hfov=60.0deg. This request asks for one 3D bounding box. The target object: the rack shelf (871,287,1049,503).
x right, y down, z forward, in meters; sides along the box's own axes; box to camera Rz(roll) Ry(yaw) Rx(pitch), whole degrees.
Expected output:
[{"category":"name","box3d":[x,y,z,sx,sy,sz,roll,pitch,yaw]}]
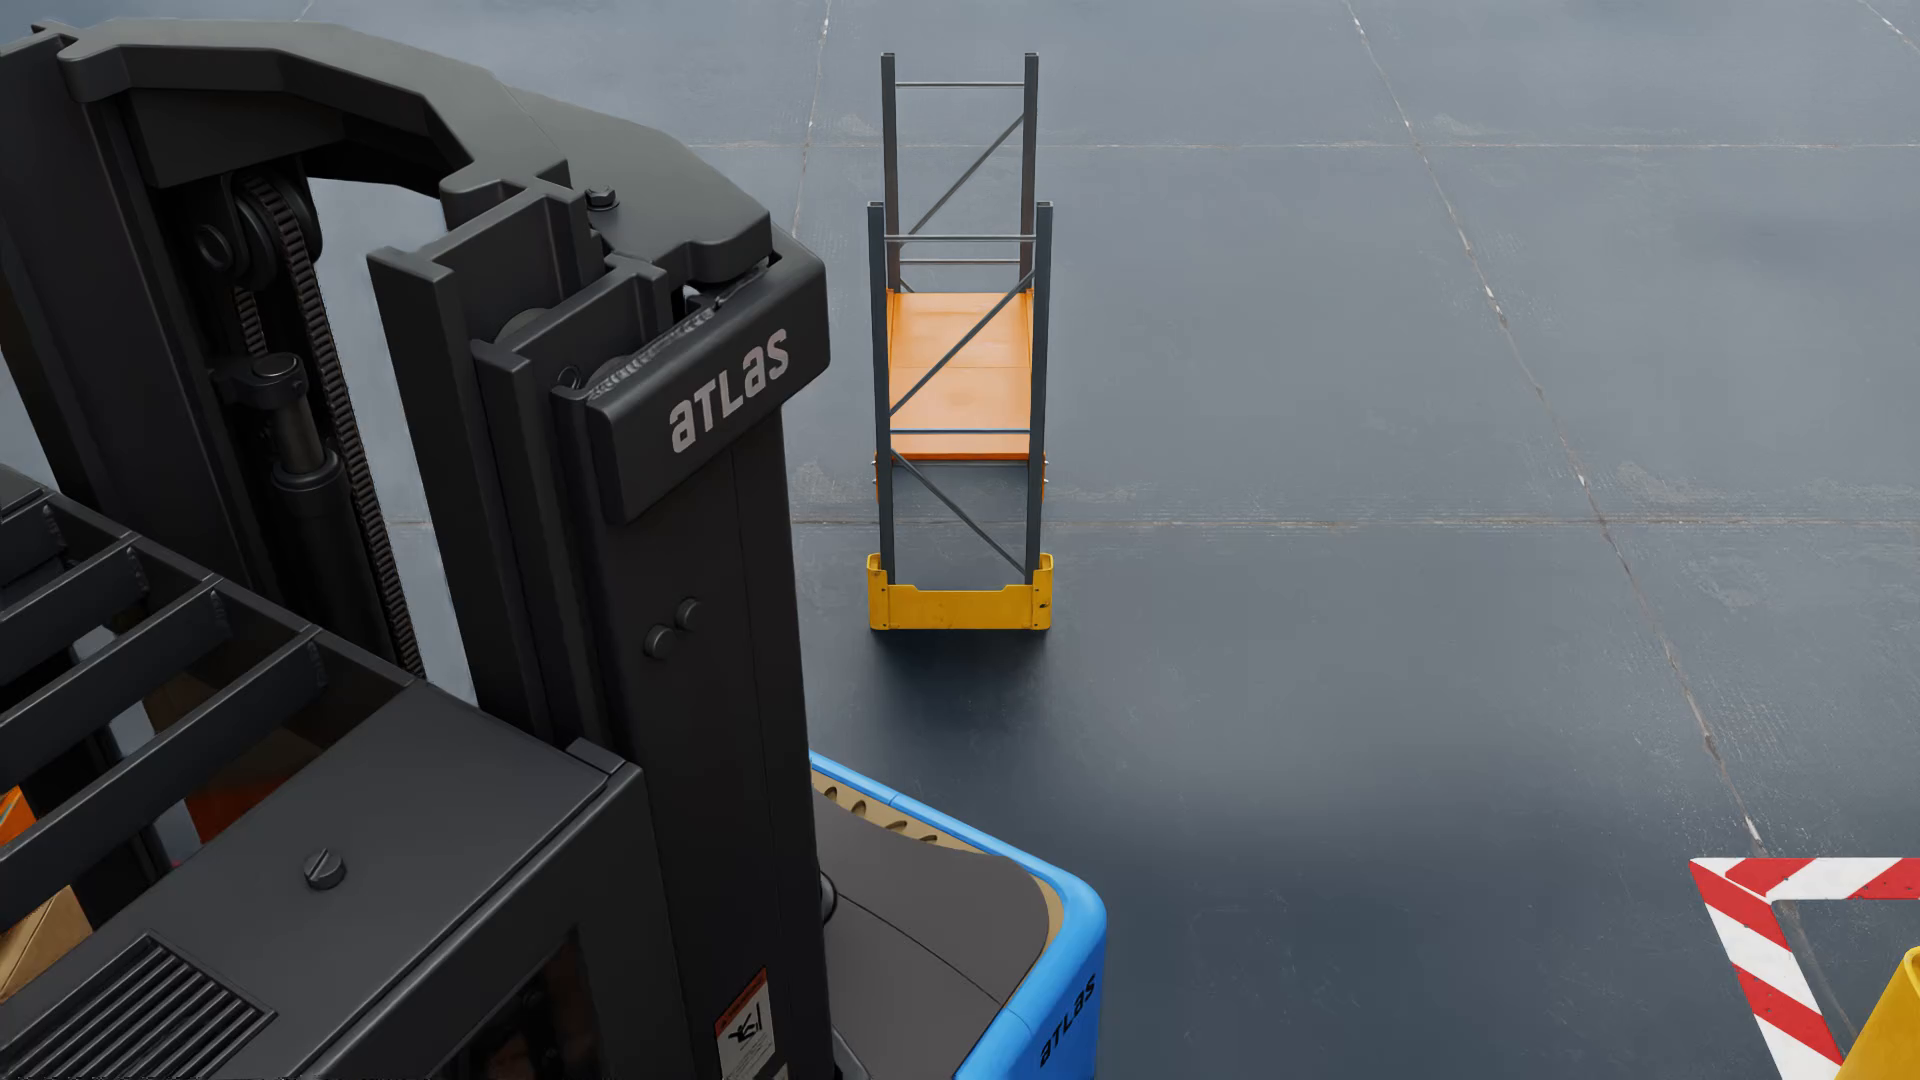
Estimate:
[{"category":"rack shelf","box3d":[0.000,-0.498,5.460,0.538,0.185,1.000,0,39,0]}]

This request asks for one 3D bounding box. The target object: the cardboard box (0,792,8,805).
[{"category":"cardboard box","box3d":[-2.199,0.320,2.832,0.875,0.550,0.550,0,39,0]}]

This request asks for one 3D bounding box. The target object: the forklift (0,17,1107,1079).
[{"category":"forklift","box3d":[-0.910,0.991,2.170,1.130,2.935,3.031,21,43,24]}]

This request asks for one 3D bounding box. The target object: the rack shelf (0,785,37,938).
[{"category":"rack shelf","box3d":[-2.242,1.678,1.833,1.077,0.370,4.000,0,39,0]}]

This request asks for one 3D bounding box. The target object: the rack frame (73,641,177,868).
[{"category":"rack frame","box3d":[-2.245,0.147,3.169,1.000,3.000,0.127,0,39,0]}]

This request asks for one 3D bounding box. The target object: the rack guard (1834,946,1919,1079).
[{"category":"rack guard","box3d":[2.715,1.229,3.817,1.175,0.500,0.348,0,39,0]}]

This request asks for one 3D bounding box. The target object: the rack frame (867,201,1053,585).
[{"category":"rack frame","box3d":[0.000,-0.321,4.951,0.500,1.500,0.032,0,39,0]}]

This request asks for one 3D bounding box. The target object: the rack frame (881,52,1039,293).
[{"category":"rack frame","box3d":[-0.001,-0.956,5.744,0.500,1.500,0.032,0,39,0]}]

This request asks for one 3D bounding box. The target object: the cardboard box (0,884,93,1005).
[{"category":"cardboard box","box3d":[-2.178,1.236,3.173,0.875,0.875,0.875,0,39,0]}]

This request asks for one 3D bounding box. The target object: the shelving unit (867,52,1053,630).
[{"category":"shelving unit","box3d":[0.000,-0.633,5.340,0.587,1.500,1.083,0,39,0]}]

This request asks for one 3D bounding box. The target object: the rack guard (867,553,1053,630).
[{"category":"rack guard","box3d":[0.000,0.166,5.343,0.587,0.250,0.087,0,39,0]}]
